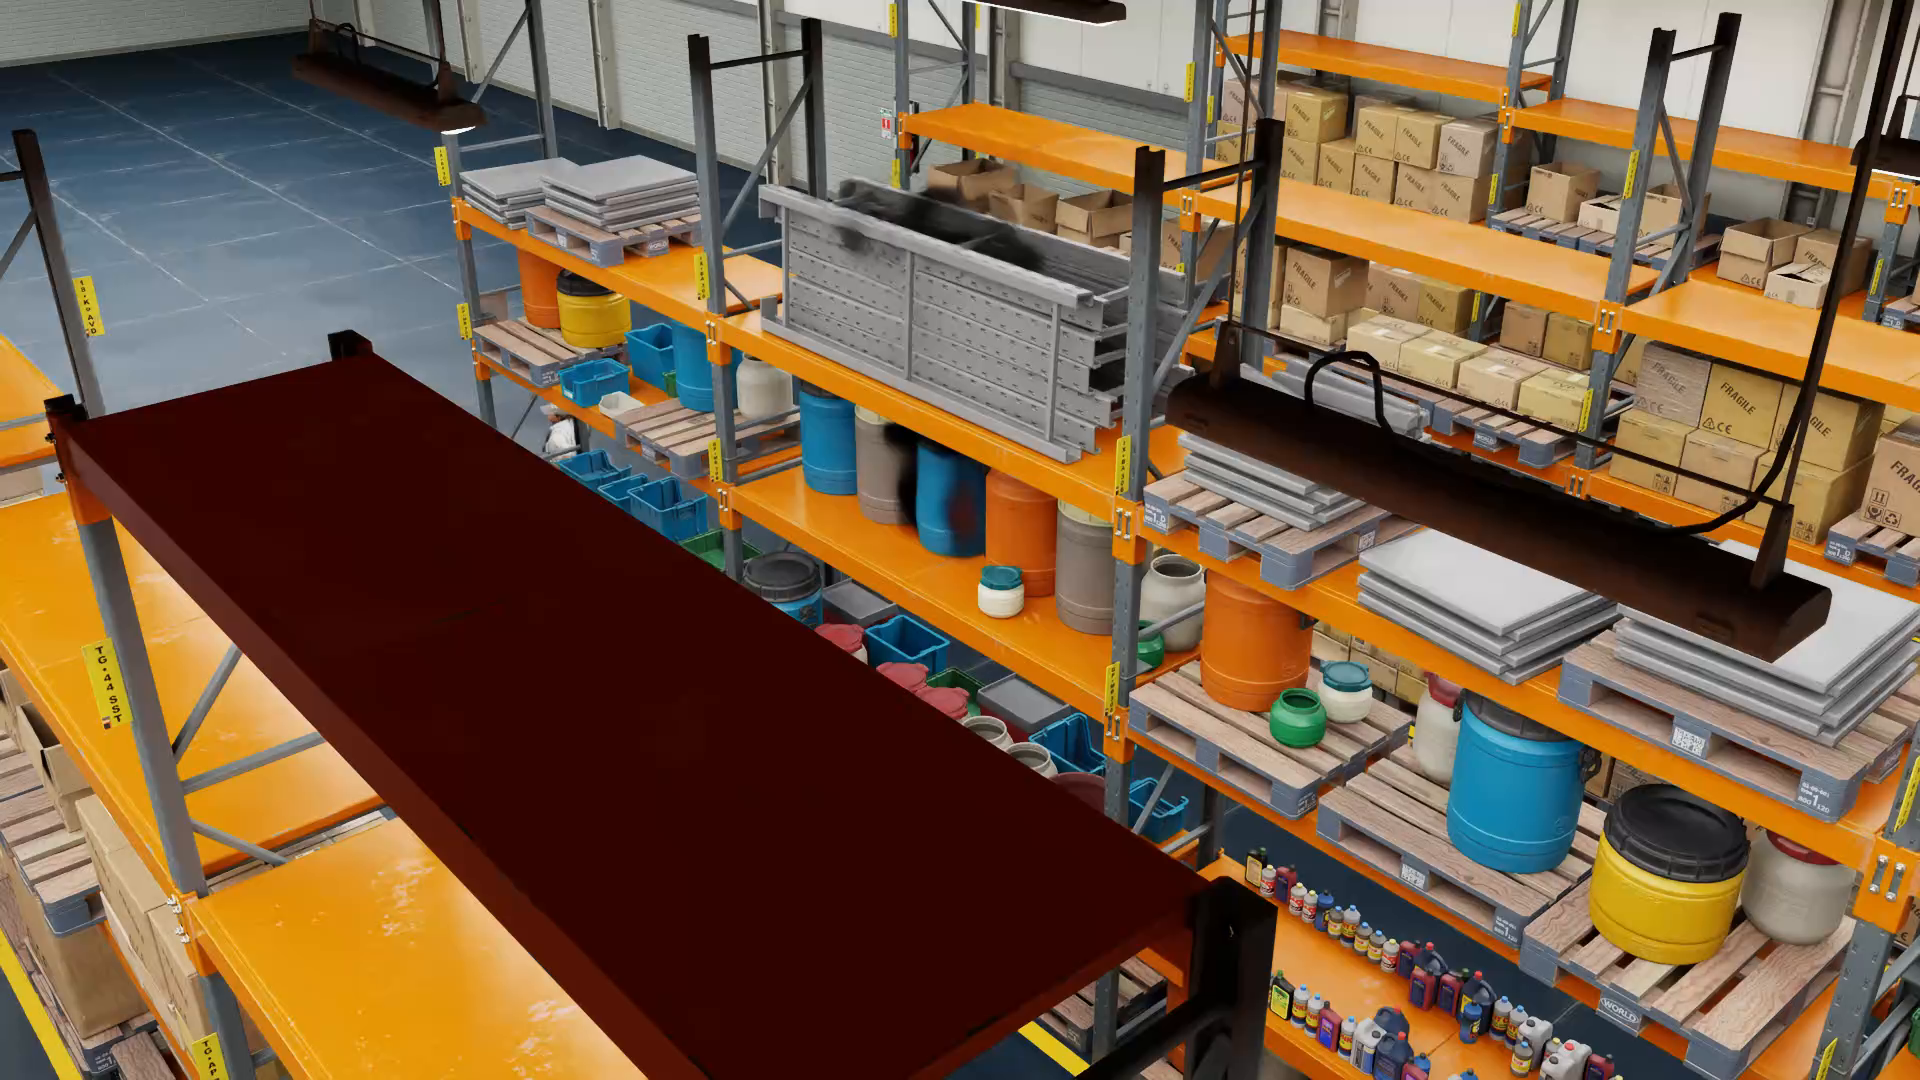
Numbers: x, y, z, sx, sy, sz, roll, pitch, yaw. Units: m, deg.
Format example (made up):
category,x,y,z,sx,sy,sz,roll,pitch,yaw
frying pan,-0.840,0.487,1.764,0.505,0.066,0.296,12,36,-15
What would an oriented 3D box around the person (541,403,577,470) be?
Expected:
category,x,y,z,sx,sy,sz,roll,pitch,yaw
person,-4.005,-0.728,17.239,0.546,1.614,0.688,2,27,5
